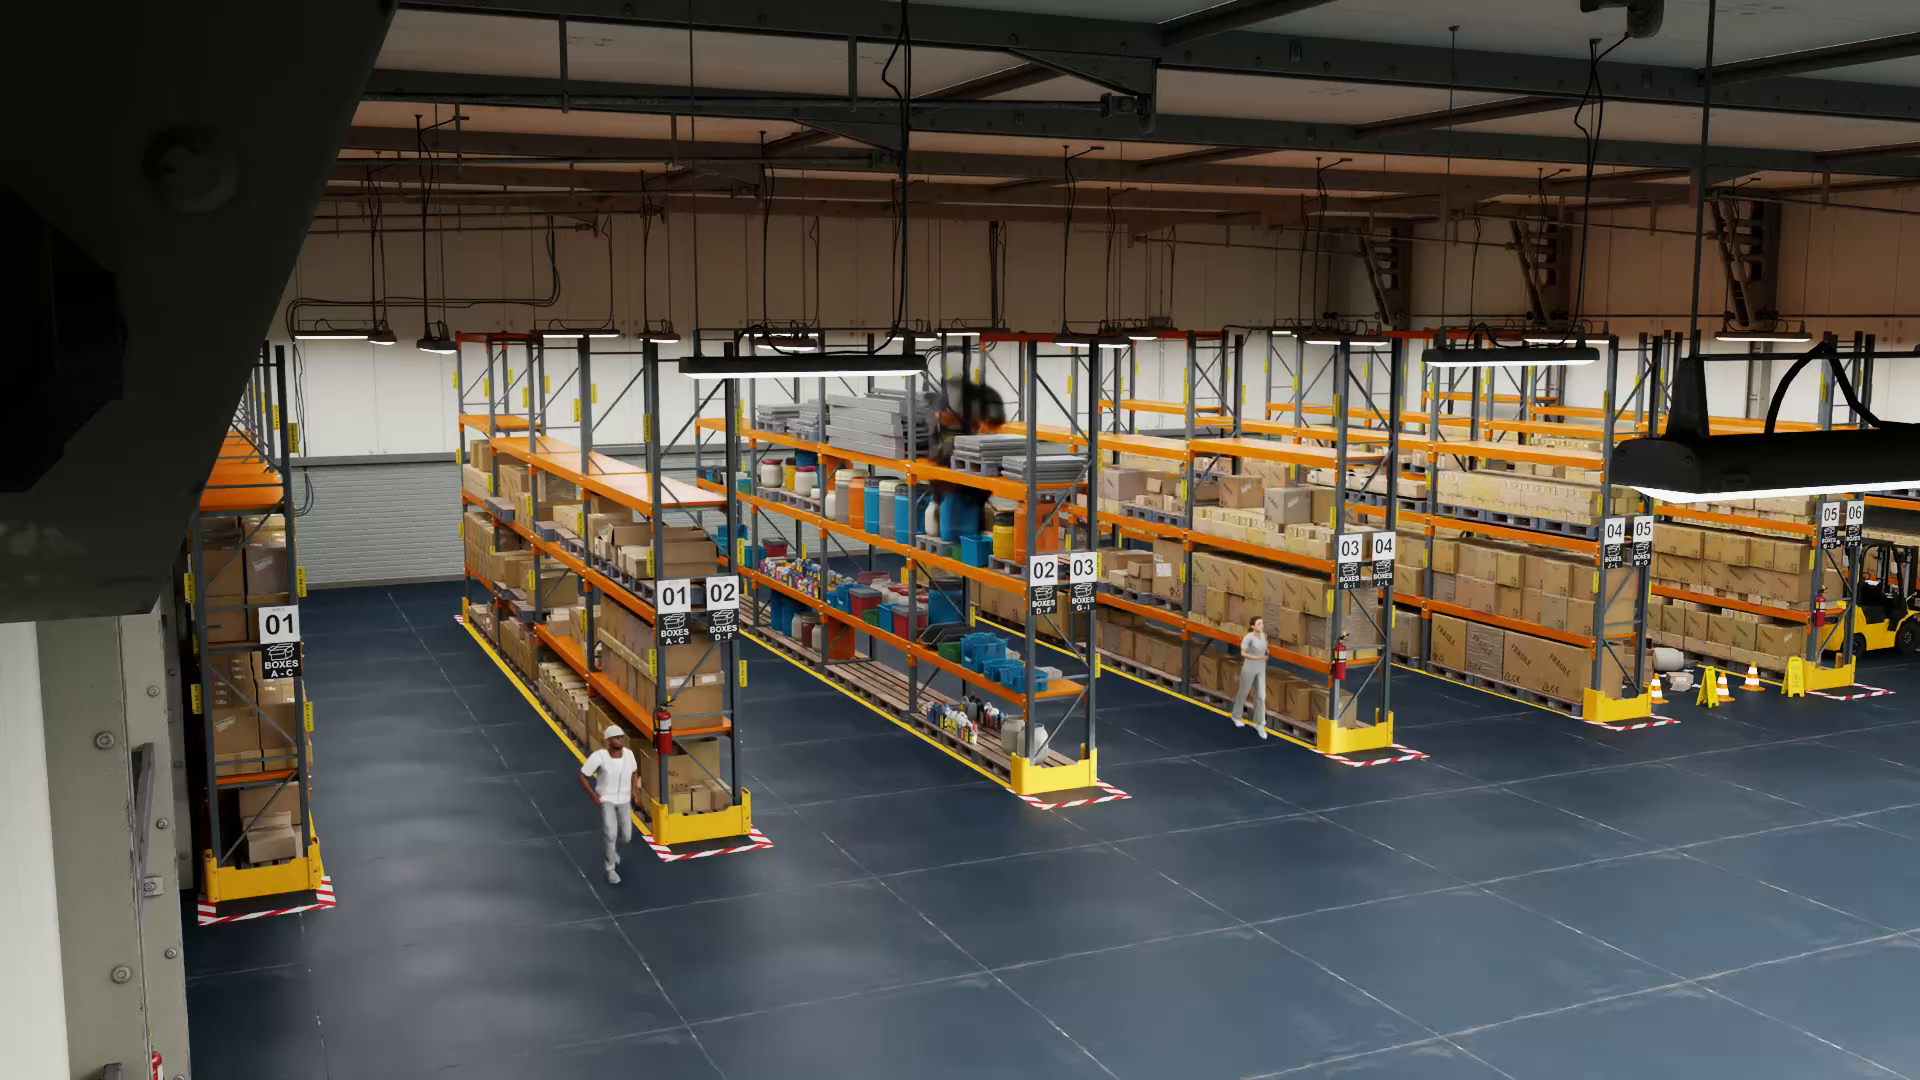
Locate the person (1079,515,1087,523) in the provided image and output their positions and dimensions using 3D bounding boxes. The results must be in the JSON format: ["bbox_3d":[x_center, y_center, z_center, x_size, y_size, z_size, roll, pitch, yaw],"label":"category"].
[{"bbox_3d":[2.817,0.254,38.555,0.680,1.814,0.723,-4,9,-26],"label":"person"}]

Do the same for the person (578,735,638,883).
[{"bbox_3d":[-3.938,2.980,18.892,0.730,1.664,0.719,-6,9,-36],"label":"person"}]

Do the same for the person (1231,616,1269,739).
[{"bbox_3d":[4.281,1.971,24.253,0.575,1.777,0.713,-4,9,-30],"label":"person"}]
